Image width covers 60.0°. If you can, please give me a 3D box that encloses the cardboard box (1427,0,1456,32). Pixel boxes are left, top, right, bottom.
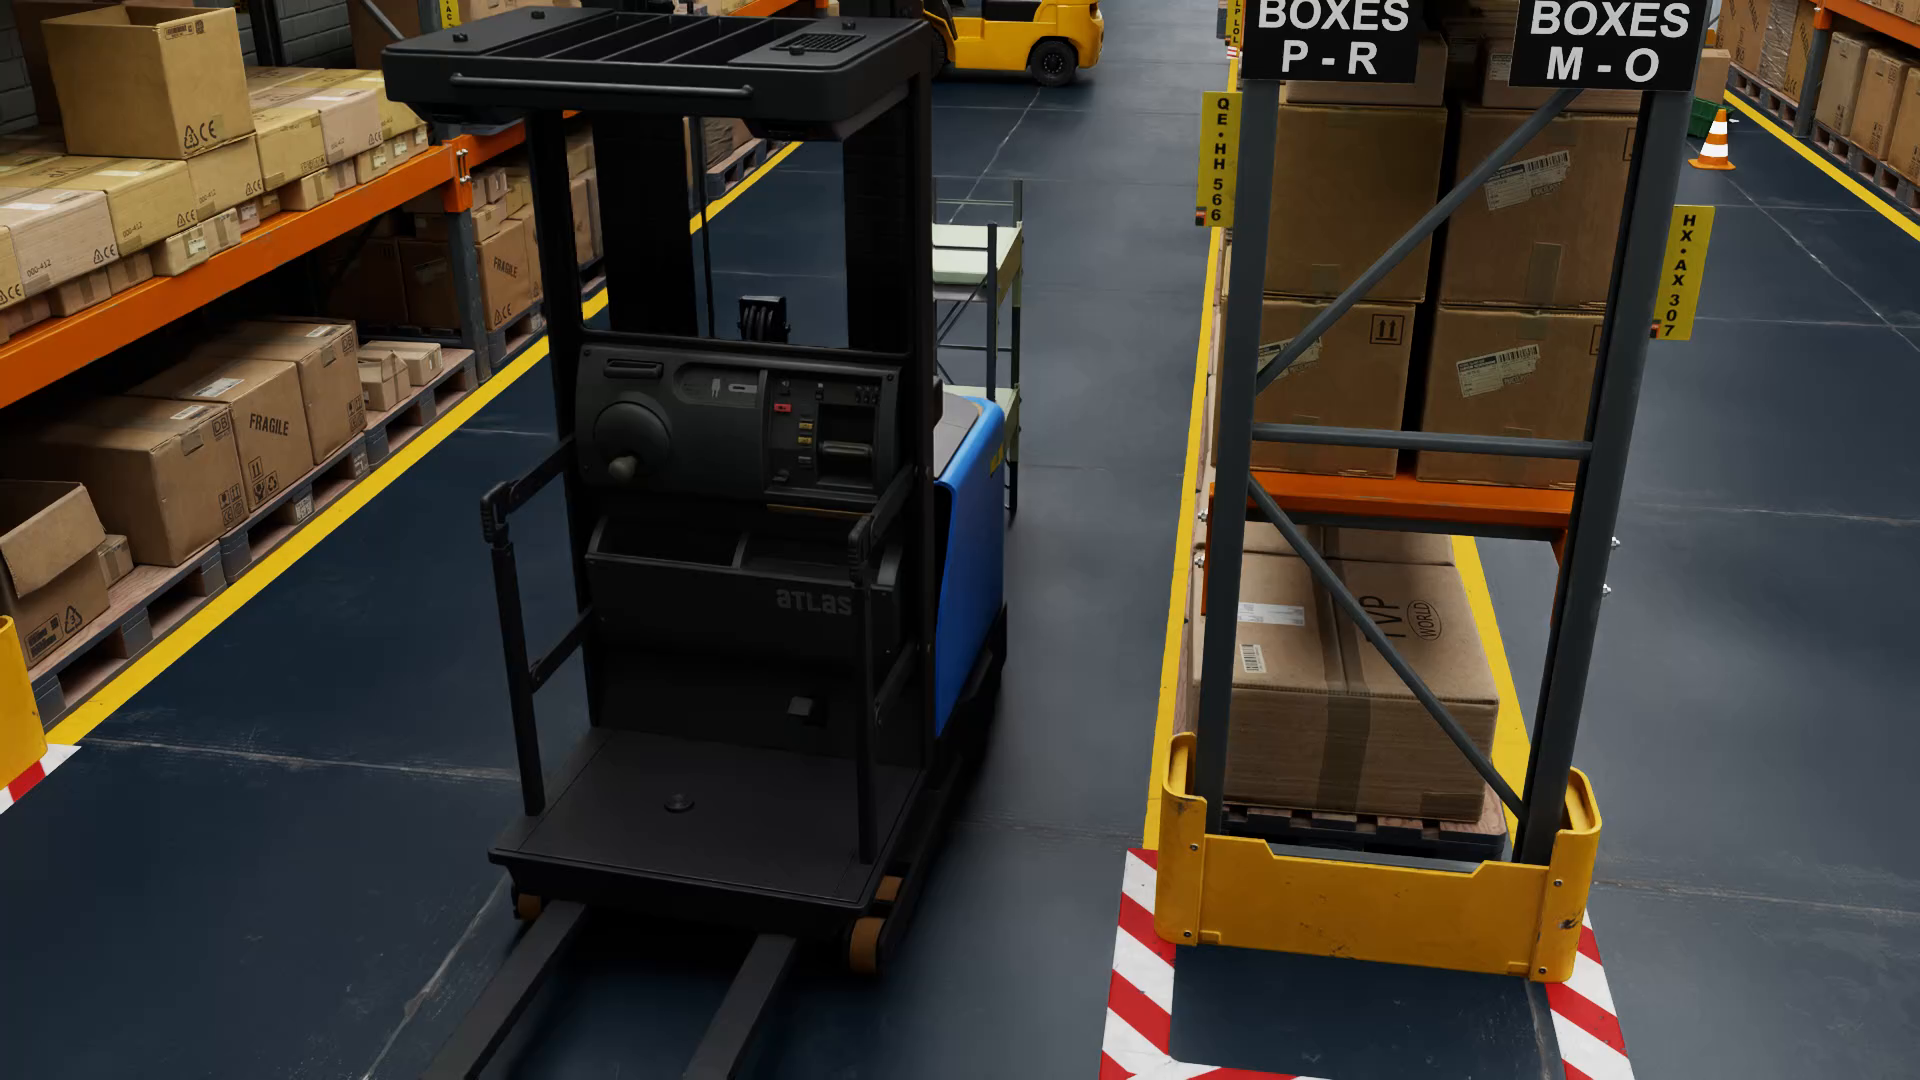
[{"bbox_3d":[1.639,-1.606,5.081,0.380,0.149,0.250,4,25,9],"label":"cardboard box"}]

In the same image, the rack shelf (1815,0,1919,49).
[{"bbox_3d":[7.697,-3.801,12.681,1.077,0.370,4.000,4,25,9],"label":"rack shelf"}]

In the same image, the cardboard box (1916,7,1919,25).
[{"bbox_3d":[7.344,-3.960,12.054,0.500,0.500,0.500,4,25,8],"label":"cardboard box"}]

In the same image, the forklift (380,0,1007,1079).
[{"bbox_3d":[-0.670,-0.288,4.409,1.130,2.935,3.031,6,26,12],"label":"forklift"}]

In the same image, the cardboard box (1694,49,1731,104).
[{"bbox_3d":[7.266,-4.553,16.383,0.500,0.500,0.500,8,26,18],"label":"cardboard box"}]

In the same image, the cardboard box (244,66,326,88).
[{"bbox_3d":[-3.428,-2.139,8.107,0.500,0.250,0.500,4,25,8],"label":"cardboard box"}]

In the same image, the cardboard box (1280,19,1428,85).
[{"bbox_3d":[1.042,-1.309,4.445,0.380,0.149,0.250,4,25,9],"label":"cardboard box"}]

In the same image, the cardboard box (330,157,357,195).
[{"bbox_3d":[-2.993,-1.667,7.570,0.380,0.149,0.250,5,25,10],"label":"cardboard box"}]

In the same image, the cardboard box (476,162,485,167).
[{"bbox_3d":[-3.122,-2.219,10.141,0.380,0.149,0.250,5,25,10],"label":"cardboard box"}]

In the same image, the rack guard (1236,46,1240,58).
[{"bbox_3d":[3.766,-5.773,18.994,1.175,0.500,0.348,4,25,9],"label":"rack guard"}]

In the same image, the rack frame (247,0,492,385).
[{"bbox_3d":[-3.081,-2.260,8.541,1.000,3.000,0.127,4,25,9],"label":"rack frame"}]

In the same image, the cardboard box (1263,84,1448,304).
[{"bbox_3d":[1.007,-0.961,4.468,0.500,0.500,0.500,5,26,10],"label":"cardboard box"}]

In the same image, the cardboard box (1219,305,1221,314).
[{"bbox_3d":[1.979,-1.789,9.545,0.875,0.875,0.875,5,26,10],"label":"cardboard box"}]

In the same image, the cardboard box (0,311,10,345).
[{"bbox_3d":[-3.414,-0.702,5.507,0.380,0.149,0.250,5,25,10],"label":"cardboard box"}]

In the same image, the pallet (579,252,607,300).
[{"bbox_3d":[-2.788,-1.852,10.958,1.003,0.211,1.213,4,25,9],"label":"pallet"}]

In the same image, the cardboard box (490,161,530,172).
[{"bbox_3d":[-2.651,-2.191,10.080,0.380,0.149,0.250,4,25,8],"label":"cardboard box"}]

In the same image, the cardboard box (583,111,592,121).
[{"bbox_3d":[-2.820,-3.089,11.998,0.380,0.149,0.250,5,26,11],"label":"cardboard box"}]

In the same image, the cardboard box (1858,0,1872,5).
[{"bbox_3d":[7.591,-4.596,13.413,0.500,0.500,0.500,4,25,9],"label":"cardboard box"}]

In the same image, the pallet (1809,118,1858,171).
[{"bbox_3d":[7.973,-3.372,14.206,1.003,0.211,1.213,4,25,9],"label":"pallet"}]

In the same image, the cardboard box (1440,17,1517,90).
[{"bbox_3d":[1.467,-1.281,4.386,0.380,0.149,0.250,5,25,10],"label":"cardboard box"}]

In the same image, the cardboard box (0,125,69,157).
[{"bbox_3d":[-3.664,-1.506,6.755,0.500,0.250,0.500,4,25,8],"label":"cardboard box"}]

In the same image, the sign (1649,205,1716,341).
[{"bbox_3d":[1.710,-0.632,3.948,0.100,0.325,0.005,4,25,9],"label":"sign"}]

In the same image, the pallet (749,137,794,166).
[{"bbox_3d":[-2.052,-3.521,14.523,1.003,0.211,1.213,4,25,9],"label":"pallet"}]

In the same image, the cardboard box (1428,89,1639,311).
[{"bbox_3d":[1.523,-0.924,4.389,0.500,0.500,0.500,3,25,7],"label":"cardboard box"}]

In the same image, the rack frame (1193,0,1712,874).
[{"bbox_3d":[1.163,-0.245,4.235,1.000,3.000,0.127,4,25,9],"label":"rack frame"}]

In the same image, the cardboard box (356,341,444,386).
[{"bbox_3d":[-2.882,-0.906,8.515,0.380,0.149,0.250,3,25,7],"label":"cardboard box"}]

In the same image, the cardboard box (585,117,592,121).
[{"bbox_3d":[-2.358,-2.838,11.462,0.380,0.149,0.250,3,25,7],"label":"cardboard box"}]

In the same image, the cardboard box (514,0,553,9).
[{"bbox_3d":[-2.696,-2.899,9.292,0.700,0.500,0.500,4,25,9],"label":"cardboard box"}]

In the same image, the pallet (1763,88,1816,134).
[{"bbox_3d":[8.226,-4.013,15.574,1.003,0.211,1.213,4,25,9],"label":"pallet"}]

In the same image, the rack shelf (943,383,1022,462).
[{"bbox_3d":[0.001,-0.387,7.076,0.431,0.370,0.720,4,25,9],"label":"rack shelf"}]

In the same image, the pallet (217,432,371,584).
[{"bbox_3d":[-3.391,-0.198,7.425,1.003,0.211,1.213,4,25,9],"label":"pallet"}]

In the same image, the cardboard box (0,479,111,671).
[{"bbox_3d":[-3.541,0.104,5.939,0.797,0.503,0.637,3,25,6],"label":"cardboard box"}]

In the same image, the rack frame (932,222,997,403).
[{"bbox_3d":[-0.059,-0.529,6.611,0.400,1.500,0.023,4,25,9],"label":"rack frame"}]

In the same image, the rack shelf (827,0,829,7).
[{"bbox_3d":[-1.446,-6.117,17.628,1.077,0.370,4.000,4,25,9],"label":"rack shelf"}]

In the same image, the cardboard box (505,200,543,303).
[{"bbox_3d":[-2.702,-1.729,9.858,0.500,0.500,0.500,4,25,8],"label":"cardboard box"}]

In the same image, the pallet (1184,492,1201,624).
[{"bbox_3d":[1.418,0.169,6.639,1.003,0.211,1.213,4,25,9],"label":"pallet"}]

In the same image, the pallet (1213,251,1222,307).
[{"bbox_3d":[2.066,-1.495,10.194,1.003,0.211,1.213,4,25,9],"label":"pallet"}]

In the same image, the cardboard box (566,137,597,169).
[{"bbox_3d":[-2.502,-2.508,10.759,0.380,0.149,0.250,3,25,6],"label":"cardboard box"}]

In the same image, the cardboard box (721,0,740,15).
[{"bbox_3d":[-2.026,-4.244,12.956,0.500,0.250,0.500,3,25,7],"label":"cardboard box"}]

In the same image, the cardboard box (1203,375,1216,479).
[{"bbox_3d":[1.463,-0.318,6.918,0.875,0.438,0.875,3,25,7],"label":"cardboard box"}]

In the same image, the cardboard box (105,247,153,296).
[{"bbox_3d":[-3.266,-1.027,6.202,0.380,0.149,0.250,4,25,9],"label":"cardboard box"}]

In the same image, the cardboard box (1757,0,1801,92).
[{"bbox_3d":[8.340,-4.827,16.034,0.875,0.875,0.875,4,25,9],"label":"cardboard box"}]

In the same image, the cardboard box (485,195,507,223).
[{"bbox_3d":[-2.791,-1.865,9.384,0.380,0.149,0.250,3,25,7],"label":"cardboard box"}]

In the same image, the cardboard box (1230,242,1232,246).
[{"bbox_3d":[1.078,-0.719,5.131,0.500,0.500,0.500,3,25,7],"label":"cardboard box"}]

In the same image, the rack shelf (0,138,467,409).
[{"bbox_3d":[-3.407,-1.098,6.906,1.077,0.370,4.000,4,25,9],"label":"rack shelf"}]

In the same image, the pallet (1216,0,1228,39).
[{"bbox_3d":[2.482,-3.810,12.077,1.213,0.211,1.003,4,25,9],"label":"pallet"}]

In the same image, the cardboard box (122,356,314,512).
[{"bbox_3d":[-3.178,-0.464,7.156,0.500,0.500,0.500,4,25,9],"label":"cardboard box"}]

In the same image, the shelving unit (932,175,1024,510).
[{"bbox_3d":[0.001,-0.682,6.938,0.431,1.500,0.755,4,25,9],"label":"shelving unit"}]

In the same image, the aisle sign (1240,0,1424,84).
[{"bbox_3d":[0.846,-1.414,3.666,0.394,0.787,0.004,4,25,9],"label":"aisle sign"}]

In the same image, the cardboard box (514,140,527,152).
[{"bbox_3d":[-2.978,-2.544,10.835,0.380,0.149,0.250,4,25,9],"label":"cardboard box"}]

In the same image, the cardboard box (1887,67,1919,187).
[{"bbox_3d":[7.698,-3.076,12.441,1.050,0.750,0.750,4,25,9],"label":"cardboard box"}]

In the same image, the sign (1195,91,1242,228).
[{"bbox_3d":[0.630,-0.920,4.032,0.100,0.325,0.005,4,25,9],"label":"sign"}]

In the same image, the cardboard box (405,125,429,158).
[{"bbox_3d":[-2.884,-1.996,8.272,0.380,0.149,0.250,4,25,9],"label":"cardboard box"}]

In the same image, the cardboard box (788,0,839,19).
[{"bbox_3d":[-1.385,-5.185,16.357,0.500,0.250,0.500,4,25,8],"label":"cardboard box"}]

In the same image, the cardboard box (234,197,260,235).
[{"bbox_3d":[-3.153,-1.352,6.896,0.380,0.149,0.250,4,25,8],"label":"cardboard box"}]

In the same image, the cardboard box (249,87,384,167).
[{"bbox_3d":[-2.990,-1.887,7.569,0.500,0.250,0.500,4,25,9],"label":"cardboard box"}]

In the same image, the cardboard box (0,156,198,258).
[{"bbox_3d":[-3.233,-1.248,6.205,0.500,0.250,0.500,4,25,8],"label":"cardboard box"}]

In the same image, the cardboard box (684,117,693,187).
[{"bbox_3d":[-2.284,-2.800,12.146,0.500,0.500,0.500,5,26,10],"label":"cardboard box"}]
